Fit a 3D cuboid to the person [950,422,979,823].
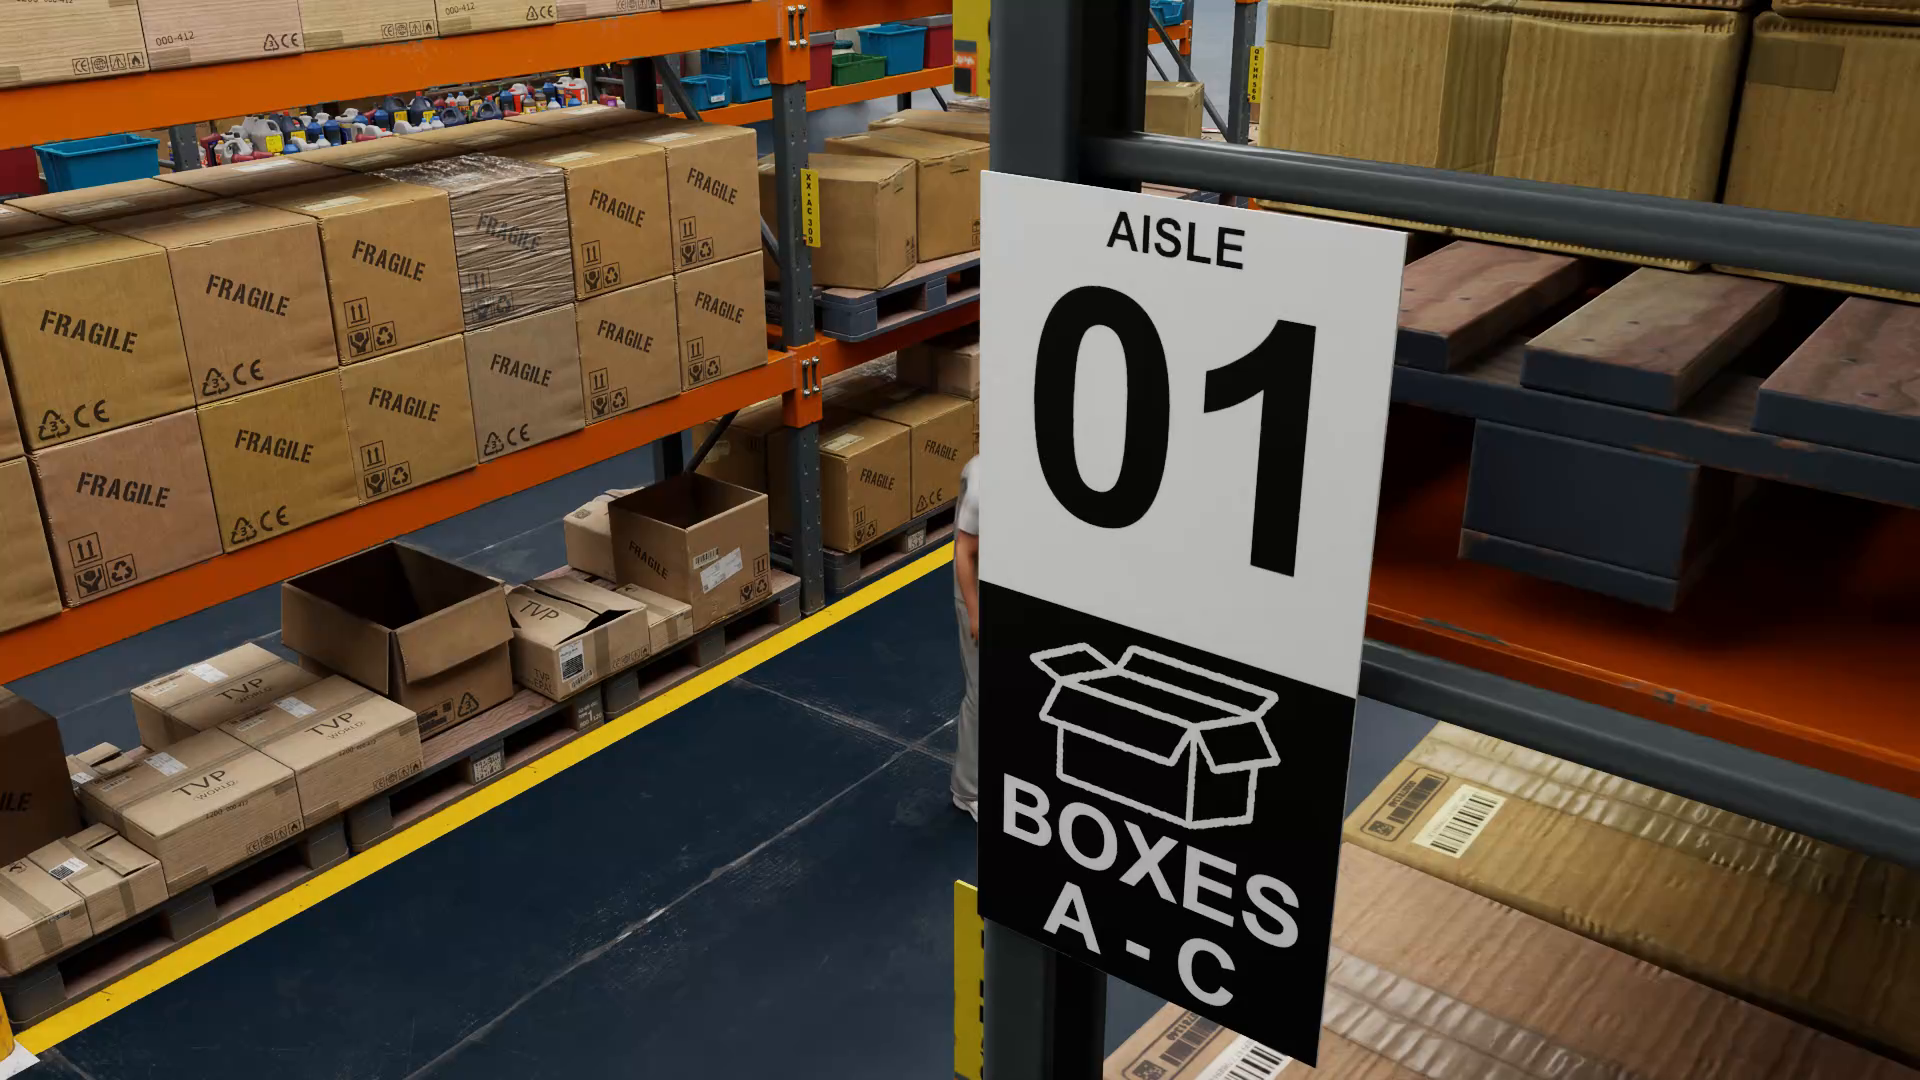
[{"bbox_3d":[0.167,0.216,6.105,0.347,1.673,0.490,17,29,33],"label":"person"}]
